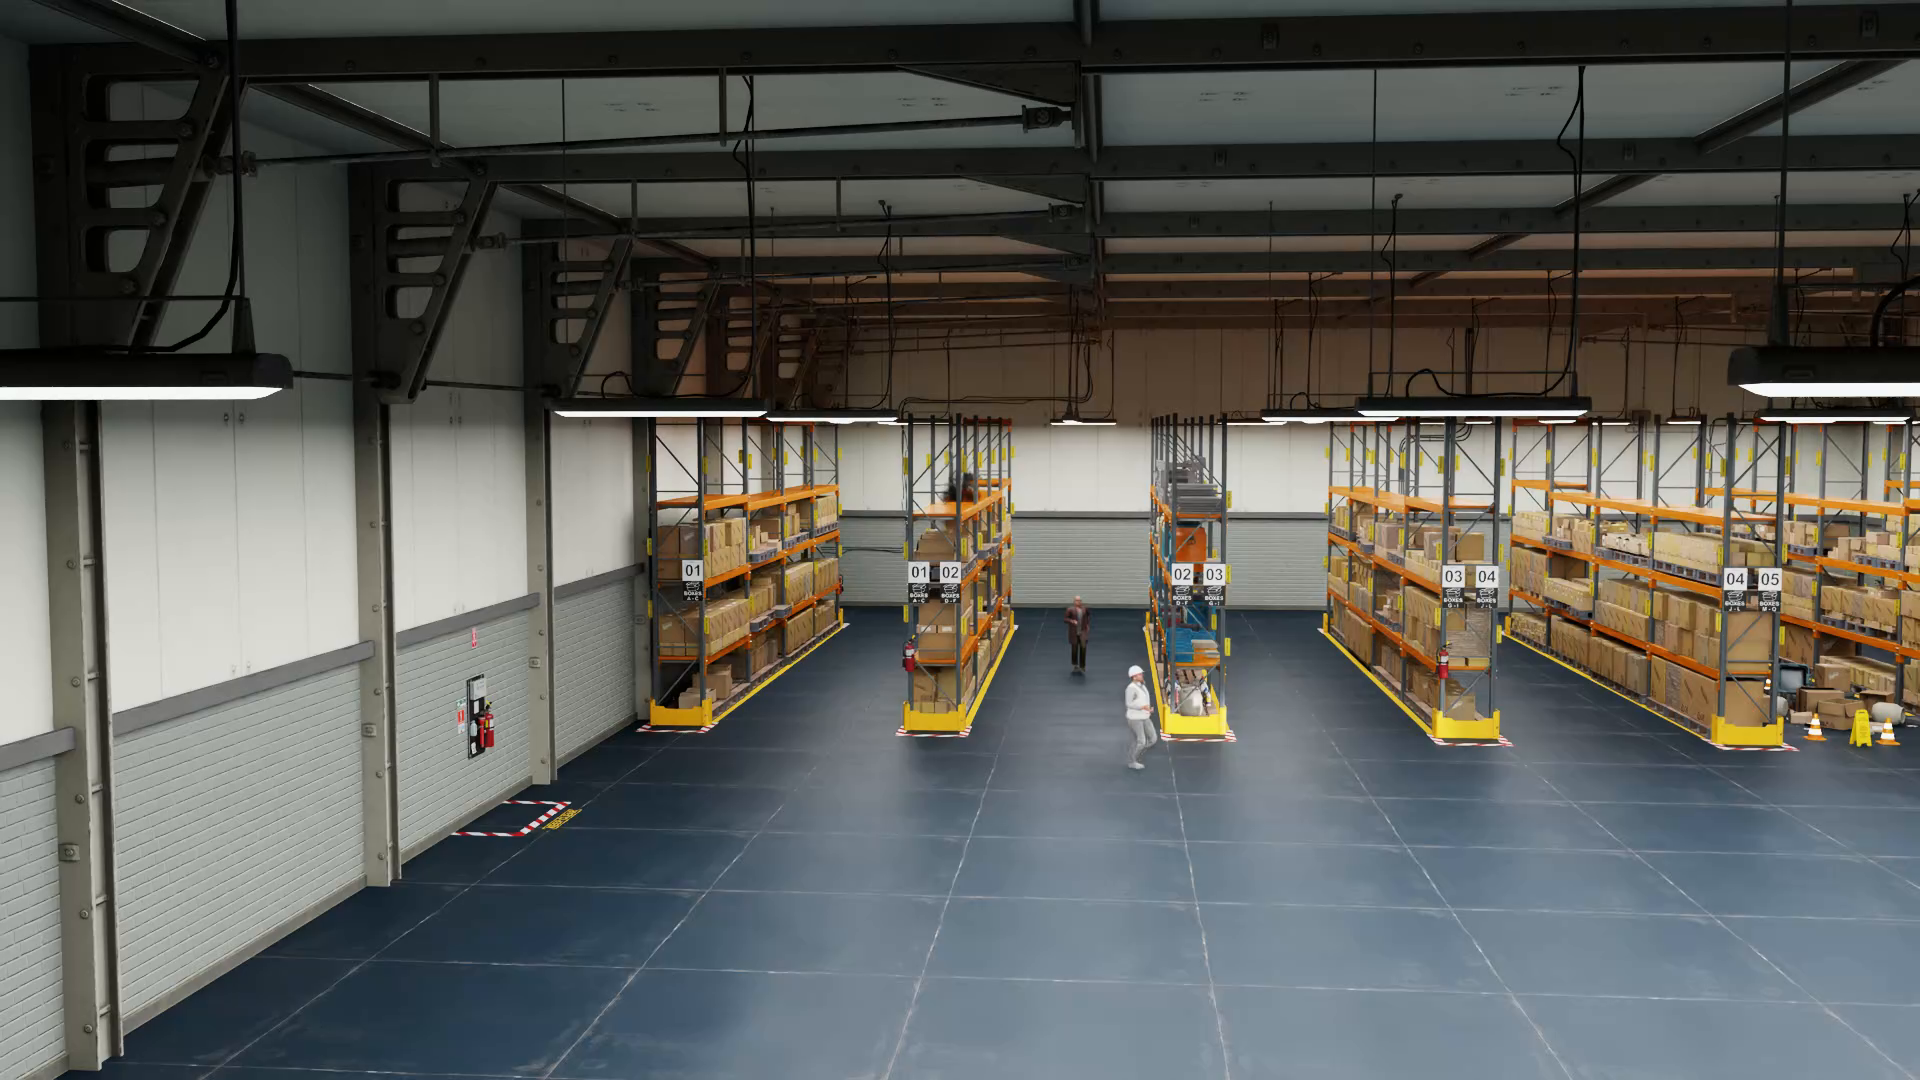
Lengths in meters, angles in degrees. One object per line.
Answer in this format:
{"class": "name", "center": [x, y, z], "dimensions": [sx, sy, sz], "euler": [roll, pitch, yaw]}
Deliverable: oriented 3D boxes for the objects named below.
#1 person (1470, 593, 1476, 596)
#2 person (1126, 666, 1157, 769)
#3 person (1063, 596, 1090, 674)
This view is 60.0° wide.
{"class": "person", "center": [14.273, 1.694, 46.628], "dimensions": [0.912, 1.765, 0.734], "euler": [-2, 4, -25]}
{"class": "person", "center": [3.057, 2.972, 27.890], "dimensions": [0.578, 1.726, 0.650], "euler": [2, 5, 33]}
{"class": "person", "center": [2.747, 2.219, 38.982], "dimensions": [0.686, 1.838, 0.856], "euler": [0, 4, -3]}
